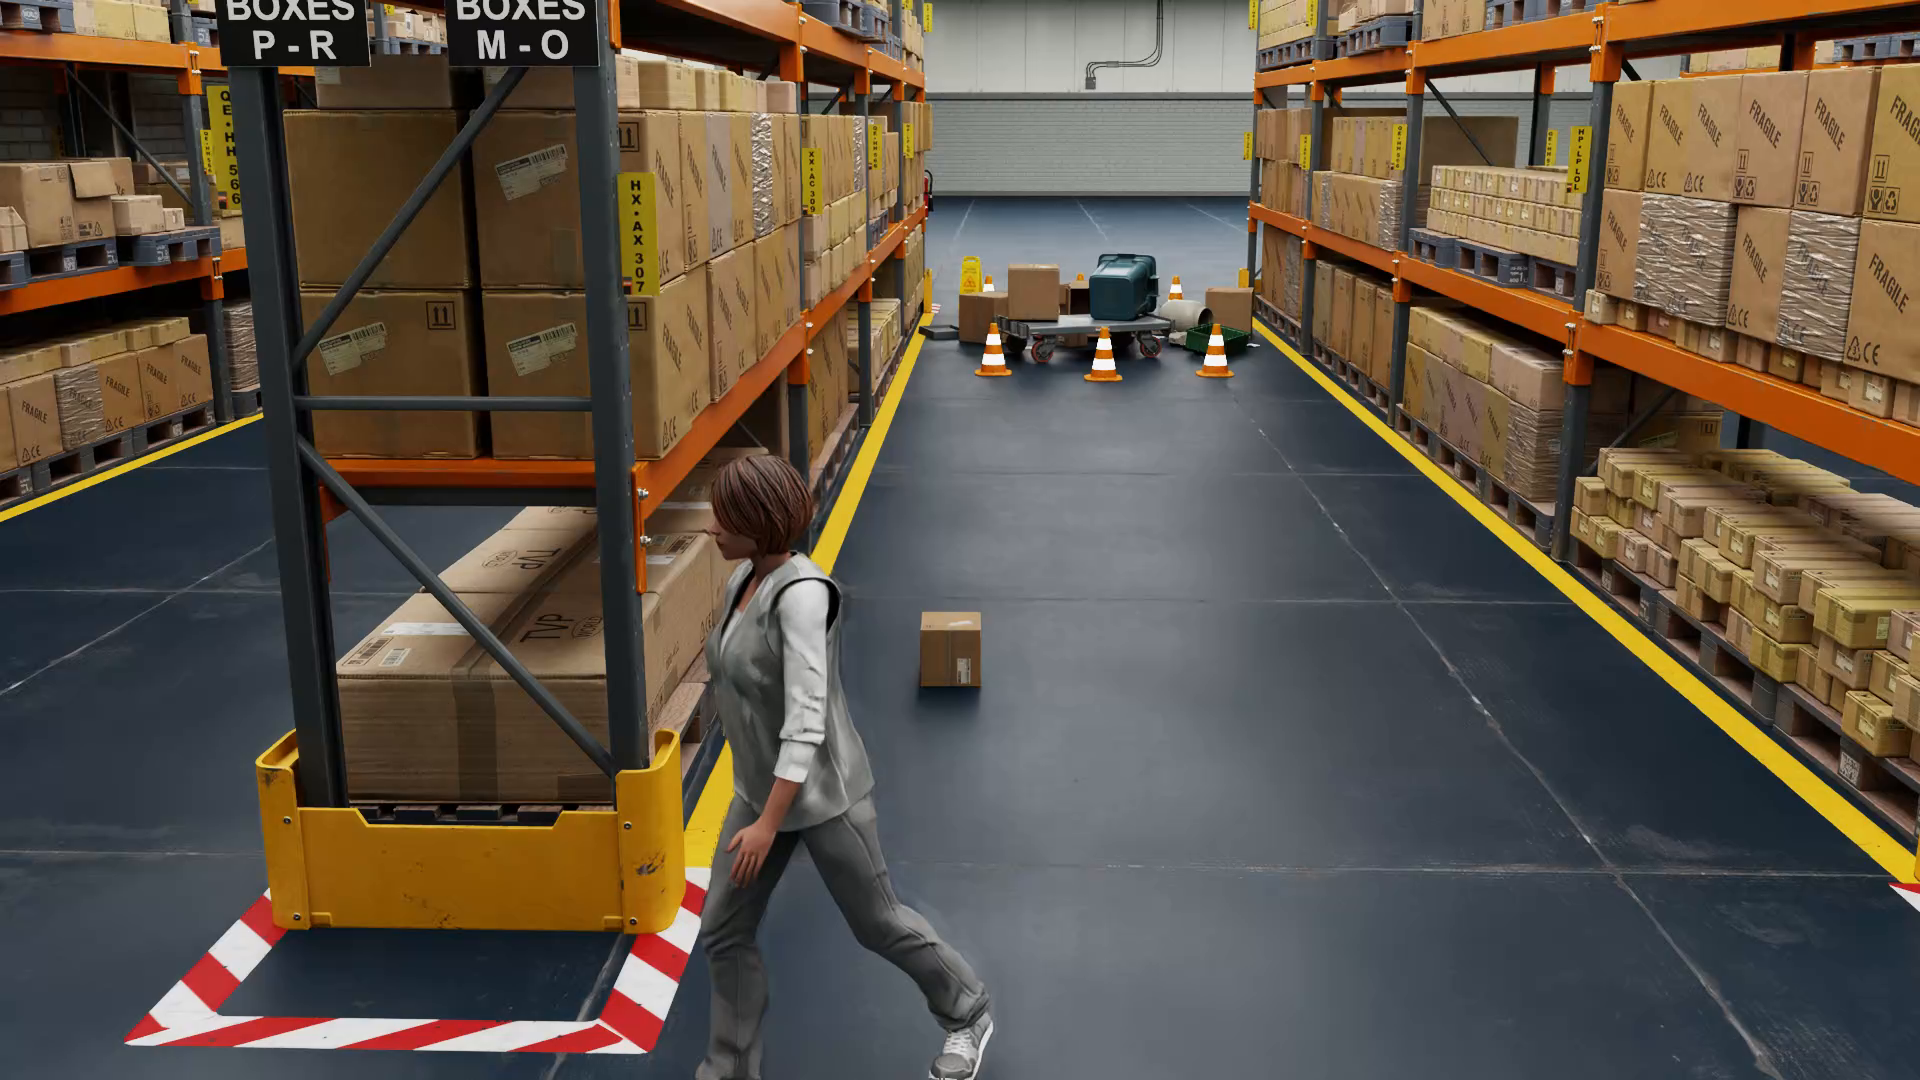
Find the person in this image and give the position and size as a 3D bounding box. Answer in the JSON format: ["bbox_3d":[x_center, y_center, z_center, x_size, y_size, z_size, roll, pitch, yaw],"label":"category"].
[{"bbox_3d":[-0.343,0.578,3.754,0.889,1.545,0.468,-9,17,-31],"label":"person"}]
